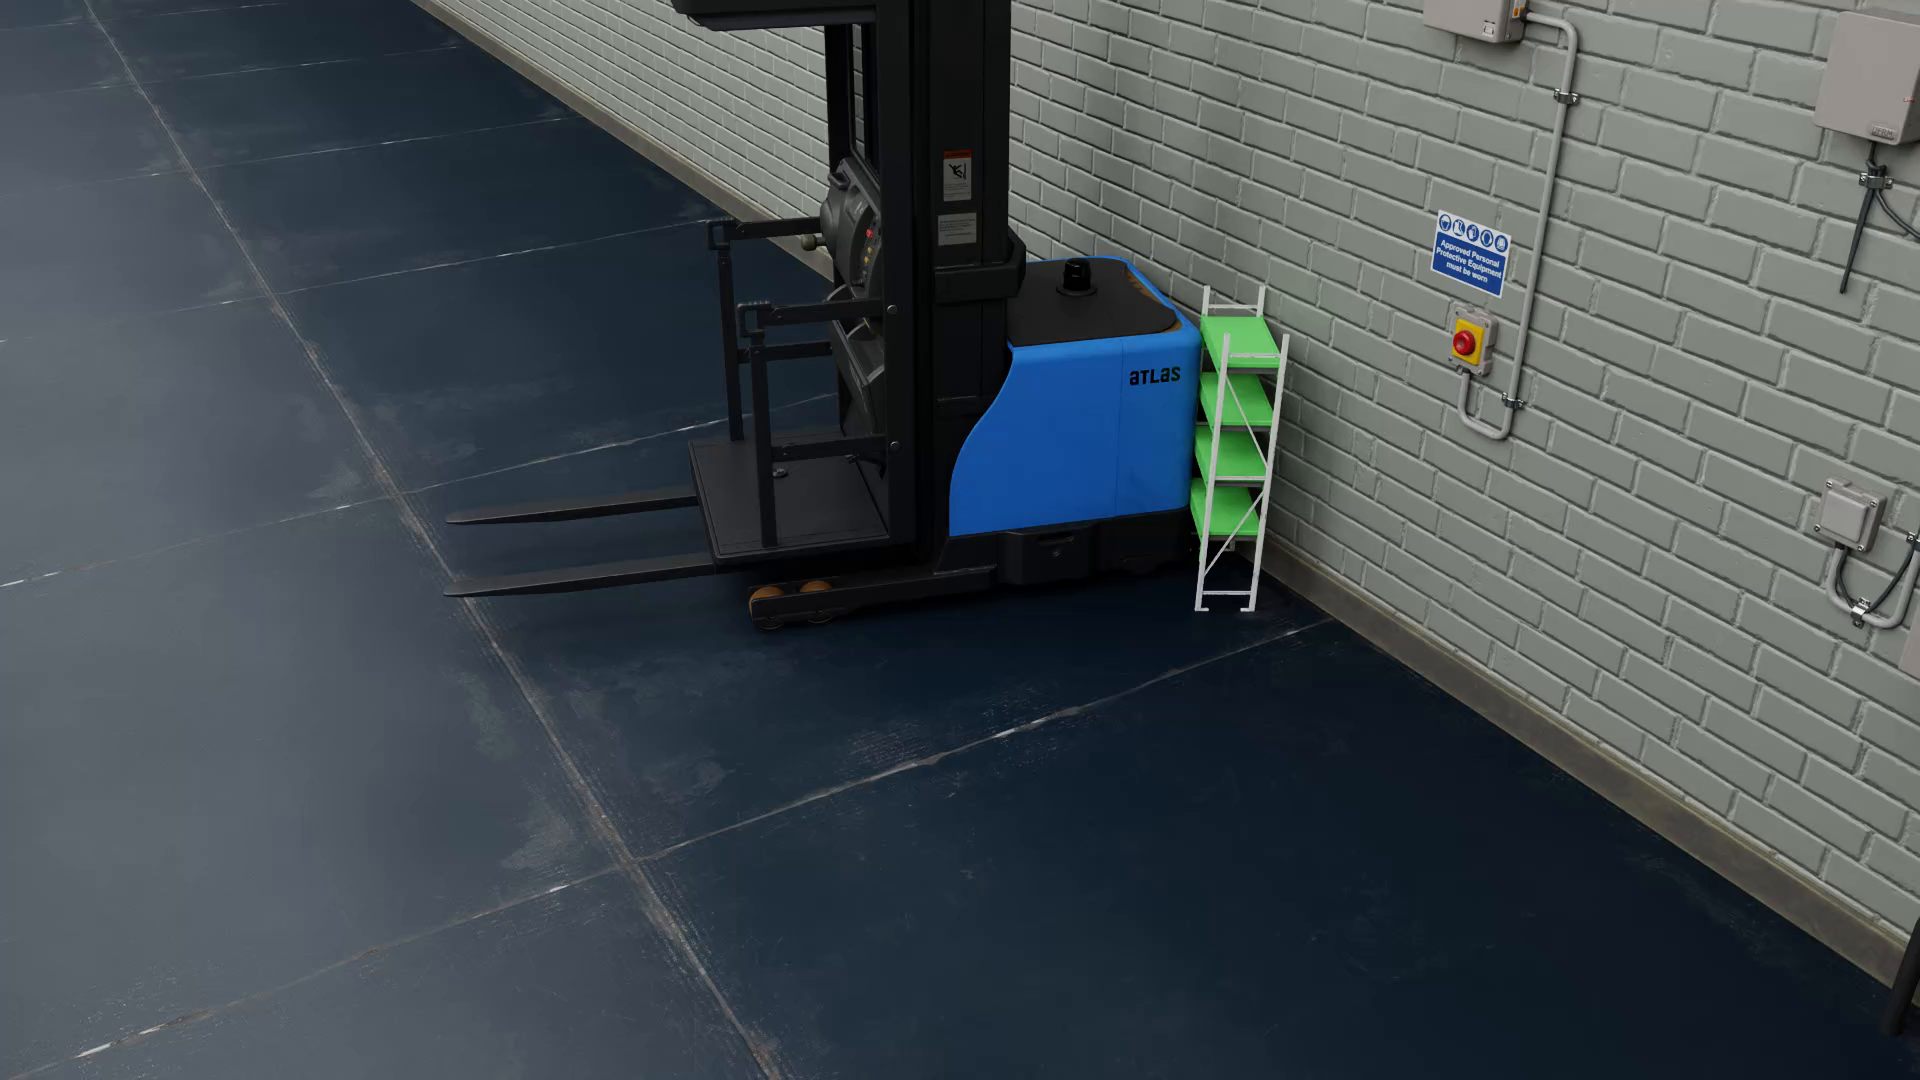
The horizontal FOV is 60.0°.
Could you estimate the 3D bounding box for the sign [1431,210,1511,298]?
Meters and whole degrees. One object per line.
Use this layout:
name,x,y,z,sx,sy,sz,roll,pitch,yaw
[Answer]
sign,1.723,-0.969,5.621,0.001,0.218,0.327,-16,33,-26

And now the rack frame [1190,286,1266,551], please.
rack frame,1.073,-0.478,6.859,0.240,1.200,0.015,0,30,-2

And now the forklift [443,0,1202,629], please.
forklift,-0.604,-1.210,6.409,3.031,2.935,1.130,-7,30,-12

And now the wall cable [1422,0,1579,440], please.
wall cable,1.694,-1.274,5.370,0.123,1.953,0.585,-16,33,-26

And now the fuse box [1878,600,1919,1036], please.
fuse box,2.633,0.660,4.284,0.414,1.711,0.539,-16,33,-26

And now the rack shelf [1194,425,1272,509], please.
rack shelf,1.077,-0.302,6.678,0.258,0.148,0.480,0,30,-2

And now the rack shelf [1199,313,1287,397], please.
rack shelf,1.087,-0.719,6.441,0.258,0.148,0.480,0,30,-2

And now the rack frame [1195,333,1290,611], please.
rack frame,1.084,-0.237,6.435,0.240,1.200,0.015,0,30,-2

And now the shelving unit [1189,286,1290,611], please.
shelving unit,1.078,-0.357,6.647,0.258,1.200,0.503,0,30,-2

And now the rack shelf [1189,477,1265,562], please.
rack shelf,1.072,-0.093,6.797,0.258,0.148,0.480,0,30,-2

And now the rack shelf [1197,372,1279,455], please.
rack shelf,1.082,-0.511,6.560,0.258,0.148,0.480,0,30,-2

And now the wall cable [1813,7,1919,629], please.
wall cable,2.423,-0.672,4.312,0.122,1.984,0.588,-16,33,-26
